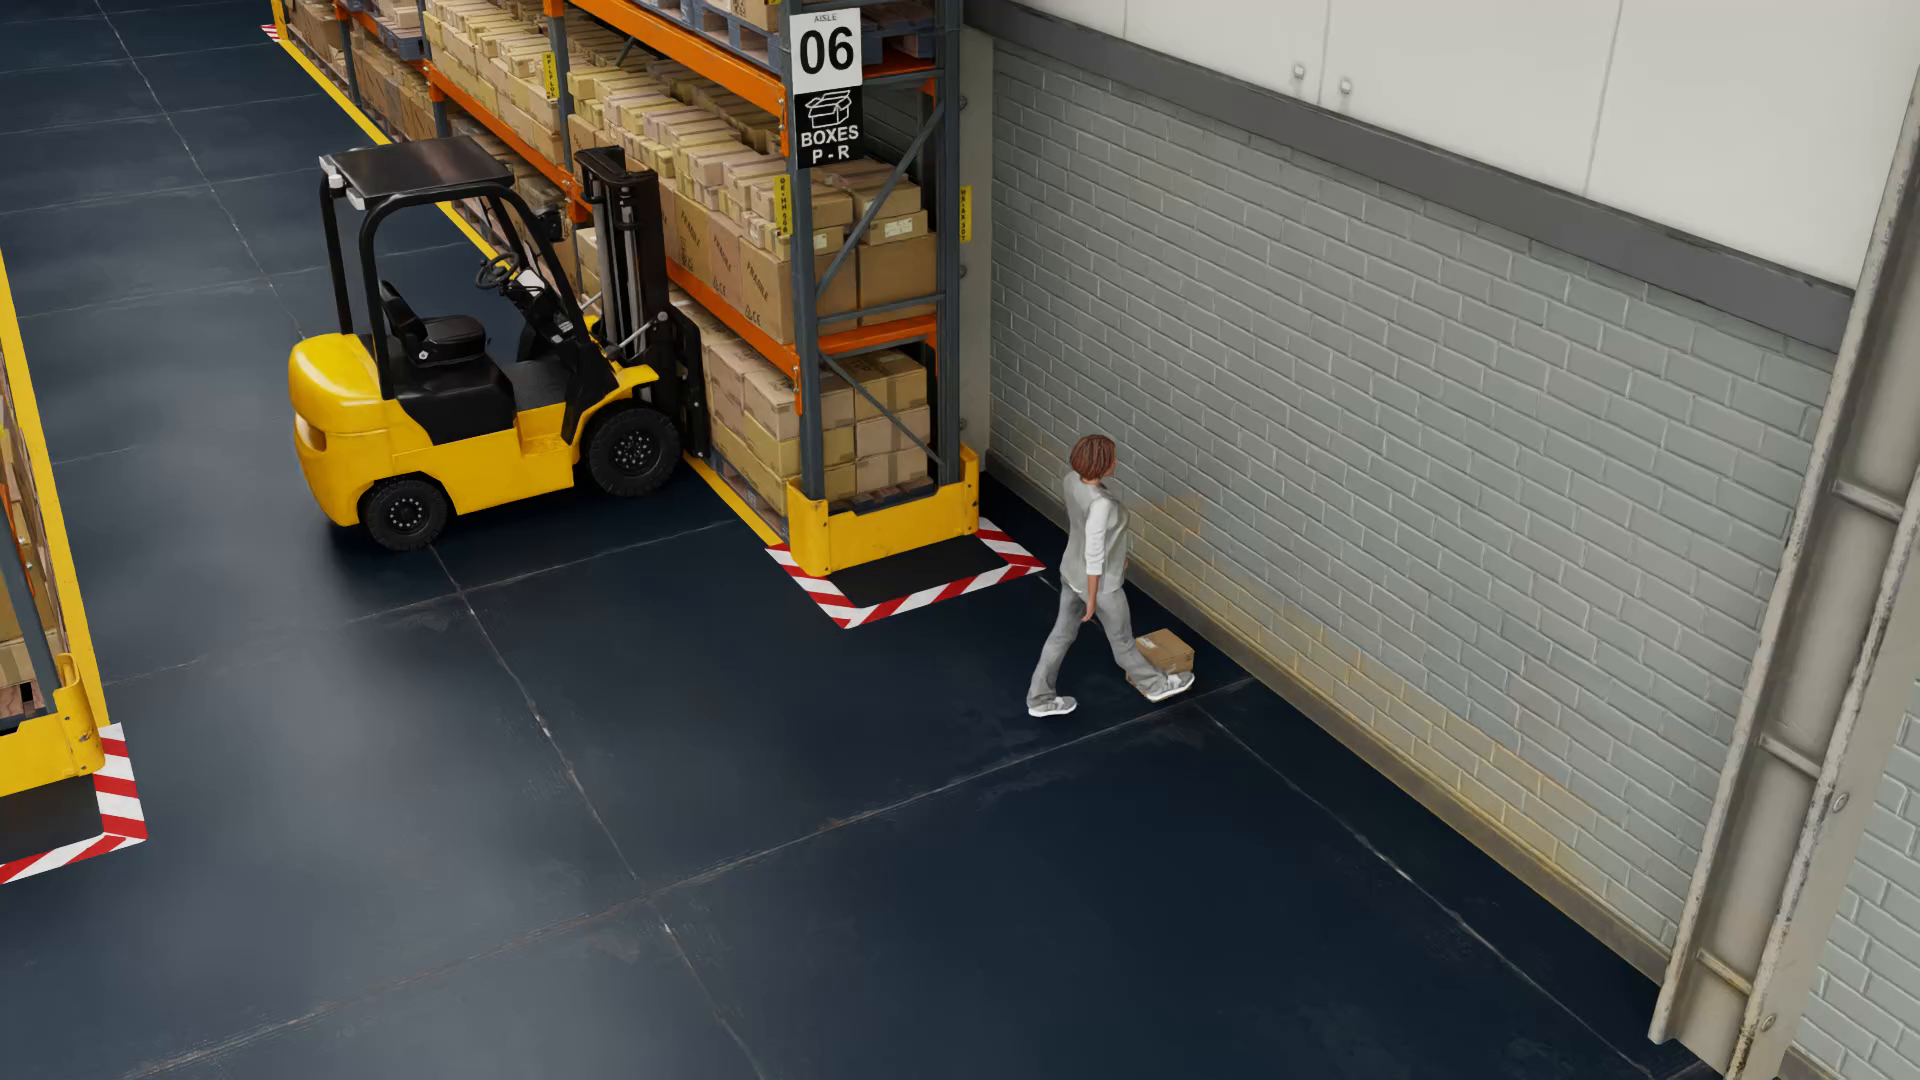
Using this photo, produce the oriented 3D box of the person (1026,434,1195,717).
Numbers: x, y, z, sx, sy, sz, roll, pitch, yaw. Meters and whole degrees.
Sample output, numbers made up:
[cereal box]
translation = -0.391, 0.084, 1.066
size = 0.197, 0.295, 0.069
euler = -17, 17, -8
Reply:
[person]
translation = 0.749, 0.157, 8.261
size = 0.888, 1.562, 0.417
euler = -13, 32, -21
